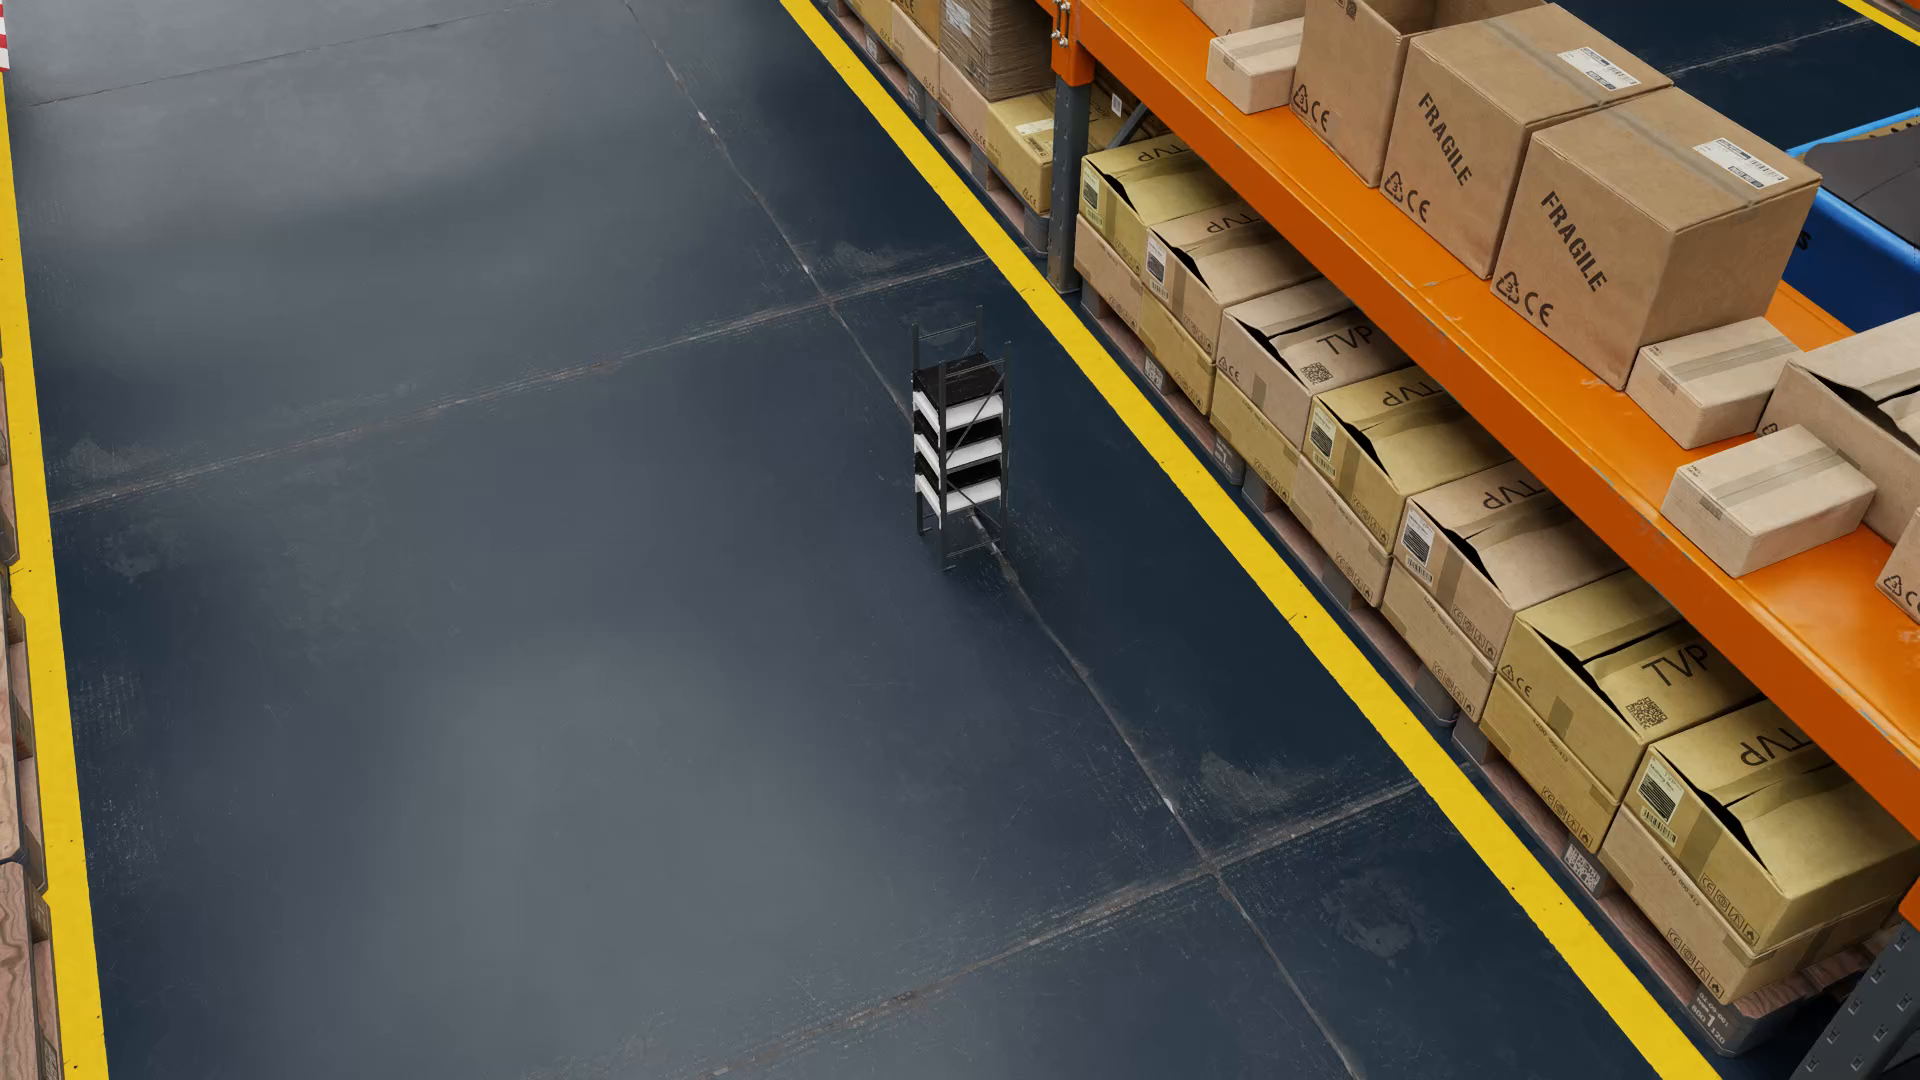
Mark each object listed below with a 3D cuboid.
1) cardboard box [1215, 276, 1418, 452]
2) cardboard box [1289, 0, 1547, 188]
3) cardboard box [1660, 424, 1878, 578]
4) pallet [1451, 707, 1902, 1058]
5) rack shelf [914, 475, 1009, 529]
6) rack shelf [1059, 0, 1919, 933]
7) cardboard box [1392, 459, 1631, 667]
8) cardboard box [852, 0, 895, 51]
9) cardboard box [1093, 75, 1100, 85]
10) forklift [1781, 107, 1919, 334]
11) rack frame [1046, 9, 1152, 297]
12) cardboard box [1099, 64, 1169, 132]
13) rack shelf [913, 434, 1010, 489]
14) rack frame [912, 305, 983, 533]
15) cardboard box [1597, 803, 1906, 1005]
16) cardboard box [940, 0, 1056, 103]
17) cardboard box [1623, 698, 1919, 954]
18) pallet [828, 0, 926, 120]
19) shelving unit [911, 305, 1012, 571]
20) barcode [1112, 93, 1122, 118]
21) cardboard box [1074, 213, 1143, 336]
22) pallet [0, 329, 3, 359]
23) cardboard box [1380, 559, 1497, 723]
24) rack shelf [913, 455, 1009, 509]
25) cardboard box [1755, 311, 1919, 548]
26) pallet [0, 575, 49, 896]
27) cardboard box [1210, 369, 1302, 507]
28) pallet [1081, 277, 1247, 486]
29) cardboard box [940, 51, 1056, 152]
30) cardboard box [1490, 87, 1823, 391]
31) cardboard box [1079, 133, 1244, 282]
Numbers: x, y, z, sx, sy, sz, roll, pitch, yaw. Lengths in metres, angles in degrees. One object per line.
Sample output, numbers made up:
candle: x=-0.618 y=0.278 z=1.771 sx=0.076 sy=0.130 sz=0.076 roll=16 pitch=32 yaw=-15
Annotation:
cardboard box: x=1.206 y=-0.625 z=5.507 sx=0.500 sy=0.311 sz=0.500 roll=-20 pitch=48 yaw=-19
cardboard box: x=1.364 y=-1.447 z=5.010 sx=0.500 sy=0.500 sz=0.500 roll=-15 pitch=47 yaw=-15
cardboard box: x=1.887 y=-0.095 z=3.889 sx=0.380 sy=0.149 sz=0.250 roll=-18 pitch=47 yaw=-17
pallet: x=2.205 y=0.764 z=4.826 sx=1.003 sy=0.211 sz=1.213 roll=-18 pitch=47 yaw=-17
rack shelf: x=0.003 y=-0.163 z=5.579 sx=0.258 sy=0.077 sz=0.200 roll=-18 pitch=47 yaw=-17
rack shelf: x=1.675 y=-0.711 z=4.847 sx=1.077 sy=0.370 sz=4.000 roll=-18 pitch=47 yaw=-17
cardboard box: x=1.638 y=0.024 z=4.849 sx=0.500 sy=0.311 sz=0.500 roll=-18 pitch=47 yaw=-18
cardboard box: x=-0.195 y=-2.598 z=7.906 sx=0.500 sy=0.250 sz=0.500 roll=-18 pitch=47 yaw=-17
cardboard box: x=0.709 y=-2.118 z=7.419 sx=0.500 sy=0.250 sz=0.500 roll=-18 pitch=47 yaw=-17
forklift: x=3.748 y=-0.771 z=4.444 sx=1.130 sy=2.935 sz=3.031 roll=-19 pitch=48 yaw=-18
rack frame: x=0.834 y=-2.242 z=5.886 sx=1.000 sy=3.000 sz=0.127 roll=-18 pitch=47 yaw=-17
cardboard box: x=0.923 y=-2.067 z=6.834 sx=0.500 sy=0.500 sz=0.500 roll=-18 pitch=47 yaw=-17
rack shelf: x=0.003 y=-0.291 z=5.452 sx=0.258 sy=0.077 sz=0.200 roll=-18 pitch=47 yaw=-17
rack frame: x=-0.039 y=-0.380 z=5.494 sx=0.240 sy=0.900 sz=0.006 roll=-18 pitch=47 yaw=-17
cardboard box: x=2.073 y=0.873 z=4.388 sx=0.500 sy=0.250 sz=0.500 roll=-17 pitch=47 yaw=-16
cardboard box: x=0.241 y=-2.232 z=7.002 sx=0.500 sy=0.500 sz=0.500 roll=-18 pitch=47 yaw=-17
cardboard box: x=2.072 y=0.676 z=4.189 sx=0.500 sy=0.311 sz=0.500 roll=-17 pitch=47 yaw=-16
pallet: x=0.021 y=-2.547 z=8.181 sx=1.003 sy=0.211 sz=1.213 roll=-18 pitch=47 yaw=-17
shelving unit: x=0.003 y=-0.315 z=5.429 sx=0.258 sy=0.900 sz=0.210 roll=-18 pitch=47 yaw=-17
barcode: x=0.564 y=-1.565 z=5.983 sx=0.001 sy=0.075 sz=0.075 roll=-18 pitch=47 yaw=-17
cardboard box: x=0.779 y=-1.082 z=6.370 sx=0.500 sy=0.250 sz=0.500 roll=-19 pitch=48 yaw=-18
pallet: x=-4.423 y=-1.007 z=6.621 sx=1.003 sy=0.211 sz=1.213 roll=-18 pitch=47 yaw=-17
cardboard box: x=1.645 y=0.225 z=5.045 sx=0.500 sy=0.250 sz=0.500 roll=-17 pitch=47 yaw=-17
rack shelf: x=0.003 y=-0.227 z=5.515 sx=0.258 sy=0.077 sz=0.200 roll=-18 pitch=47 yaw=-17
cardboard box: x=2.316 y=-0.288 z=3.970 sx=0.500 sy=0.311 sz=0.500 roll=-19 pitch=48 yaw=-18
pallet: x=-3.296 y=0.700 z=4.890 sx=1.003 sy=0.211 sz=1.213 roll=-18 pitch=47 yaw=-17
cardboard box: x=1.213 y=-0.427 z=5.706 sx=0.500 sy=0.250 sz=0.500 roll=-19 pitch=48 yaw=-19
pallet: x=1.179 y=-0.791 z=6.401 sx=1.003 sy=0.211 sz=1.213 roll=-18 pitch=47 yaw=-17
cardboard box: x=0.240 y=-1.965 z=7.264 sx=0.500 sy=0.250 sz=0.500 roll=-18 pitch=47 yaw=-17
cardboard box: x=1.796 y=-0.793 z=4.346 sx=0.500 sy=0.500 sz=0.500 roll=-20 pitch=48 yaw=-20
cardboard box: x=0.782 y=-1.275 z=6.166 sx=0.500 sy=0.311 sz=0.500 roll=-18 pitch=47 yaw=-17
